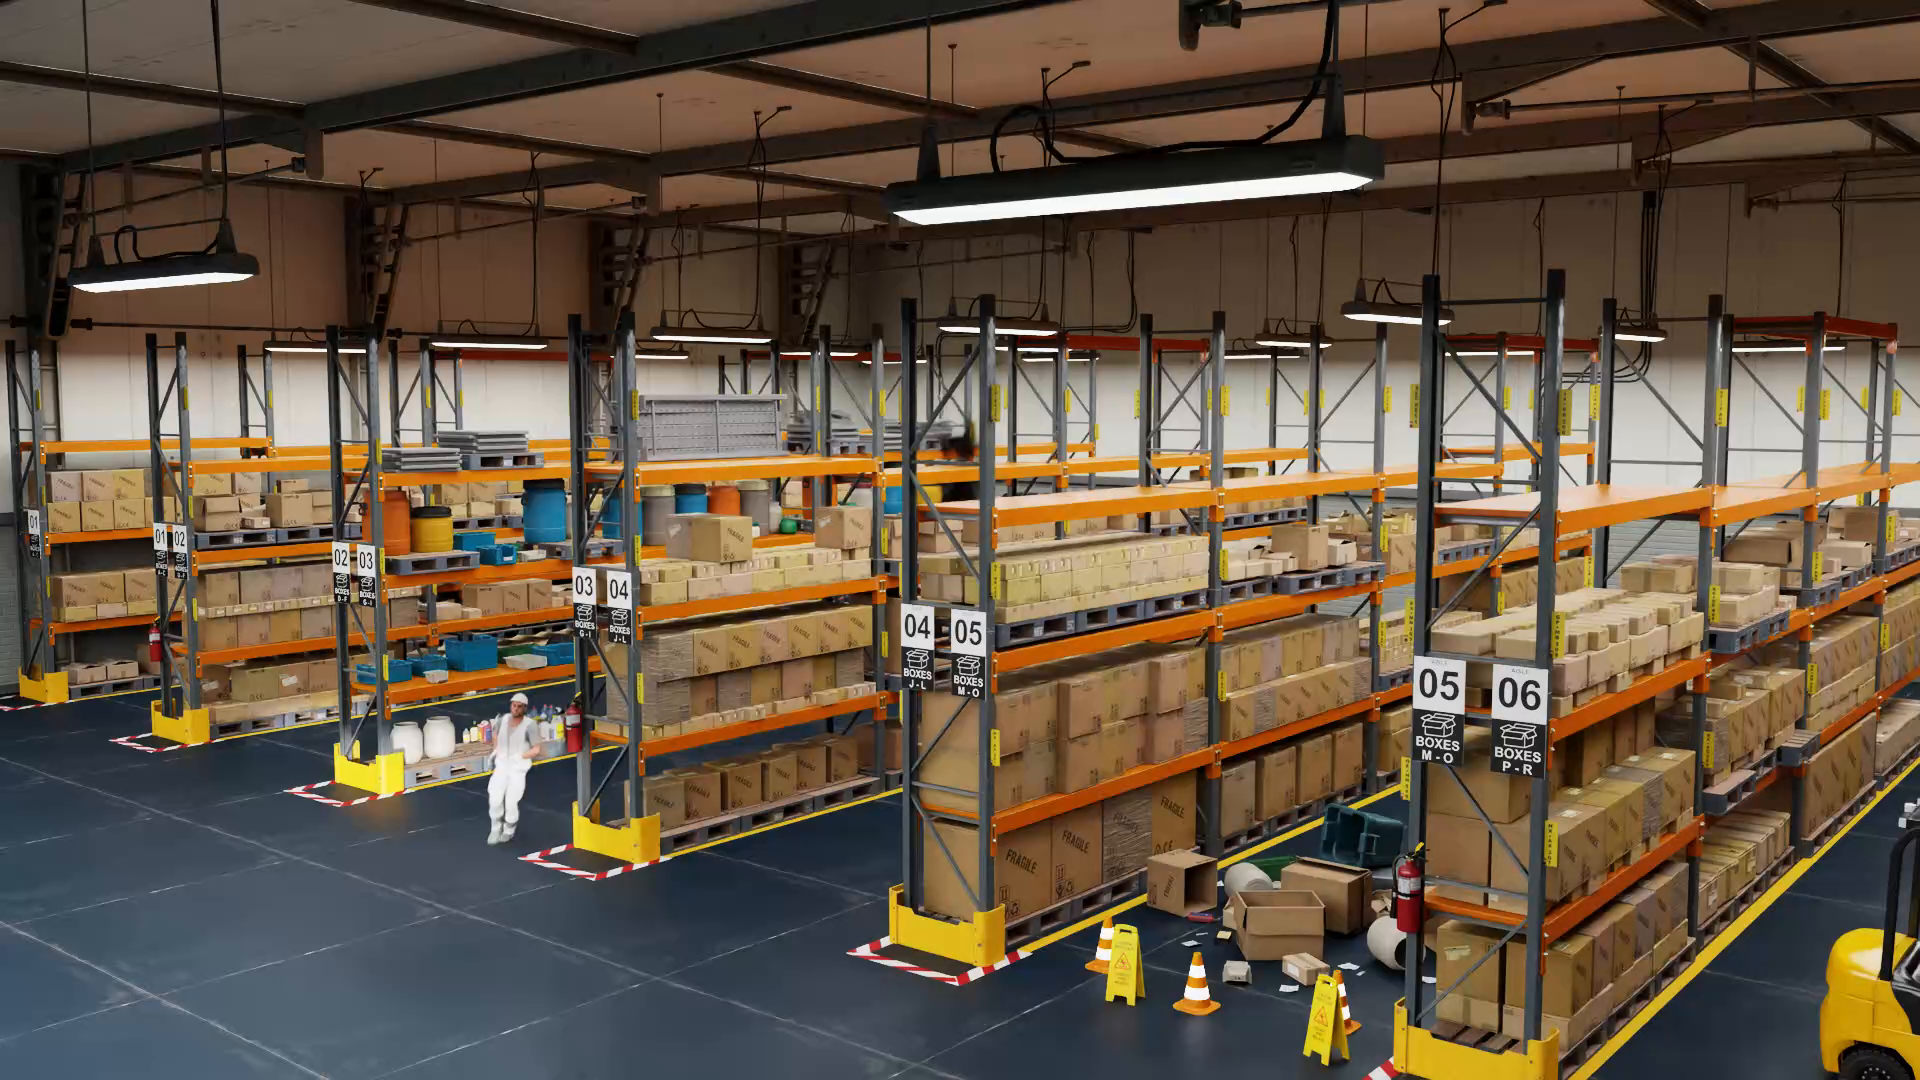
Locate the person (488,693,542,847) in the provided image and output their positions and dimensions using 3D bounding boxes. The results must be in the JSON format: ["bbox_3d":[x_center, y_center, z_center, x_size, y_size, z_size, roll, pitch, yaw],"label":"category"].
[{"bbox_3d":[-5.051,2.599,18.821,0.652,1.756,0.625,0,5,3],"label":"person"}]

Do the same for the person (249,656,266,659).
[{"bbox_3d":[-11.596,1.842,27.297,0.643,1.810,0.676,4,6,35],"label":"person"}]

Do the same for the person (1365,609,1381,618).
[{"bbox_3d":[6.686,1.927,26.506,0.649,1.751,0.706,-5,7,-44],"label":"person"}]
